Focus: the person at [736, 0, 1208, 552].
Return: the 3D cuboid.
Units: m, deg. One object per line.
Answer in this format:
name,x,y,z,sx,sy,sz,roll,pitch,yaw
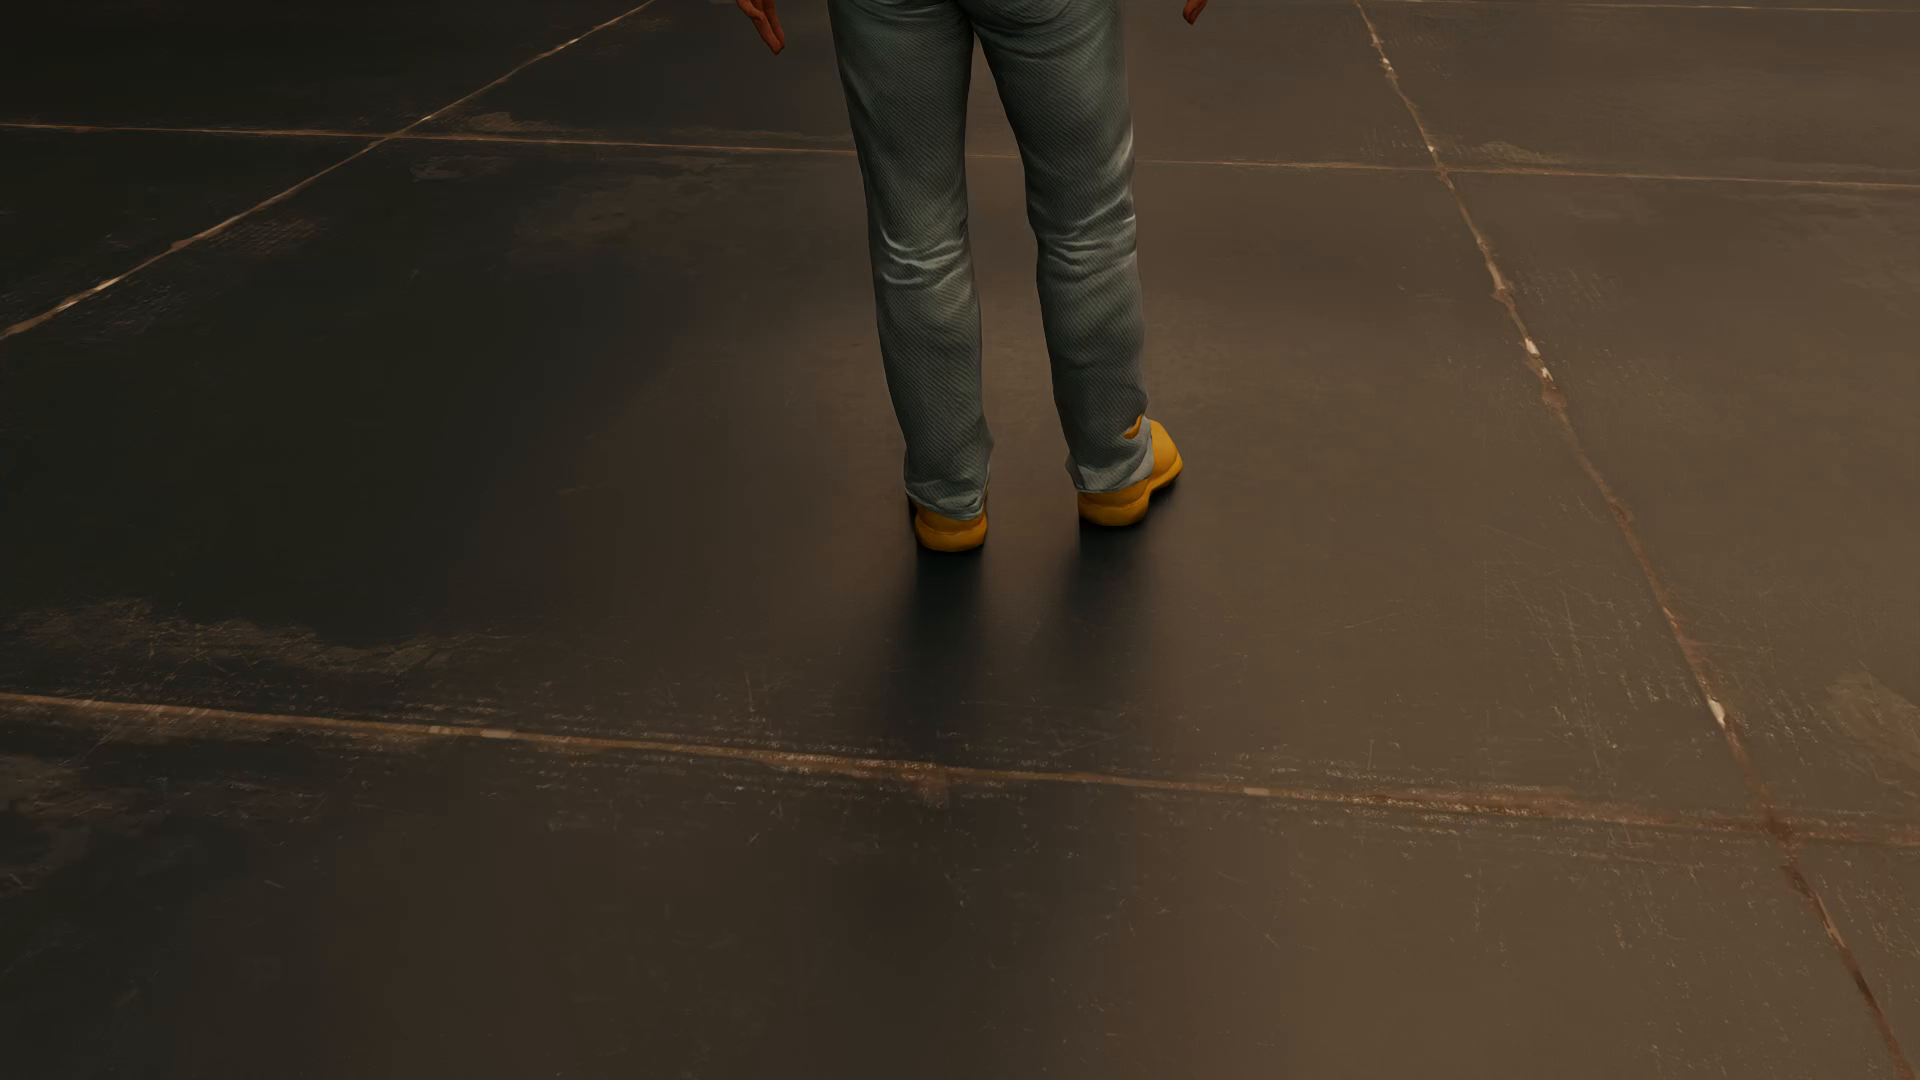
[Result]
person,0.016,-0.827,2.163,0.665,1.765,0.577,3,27,7
